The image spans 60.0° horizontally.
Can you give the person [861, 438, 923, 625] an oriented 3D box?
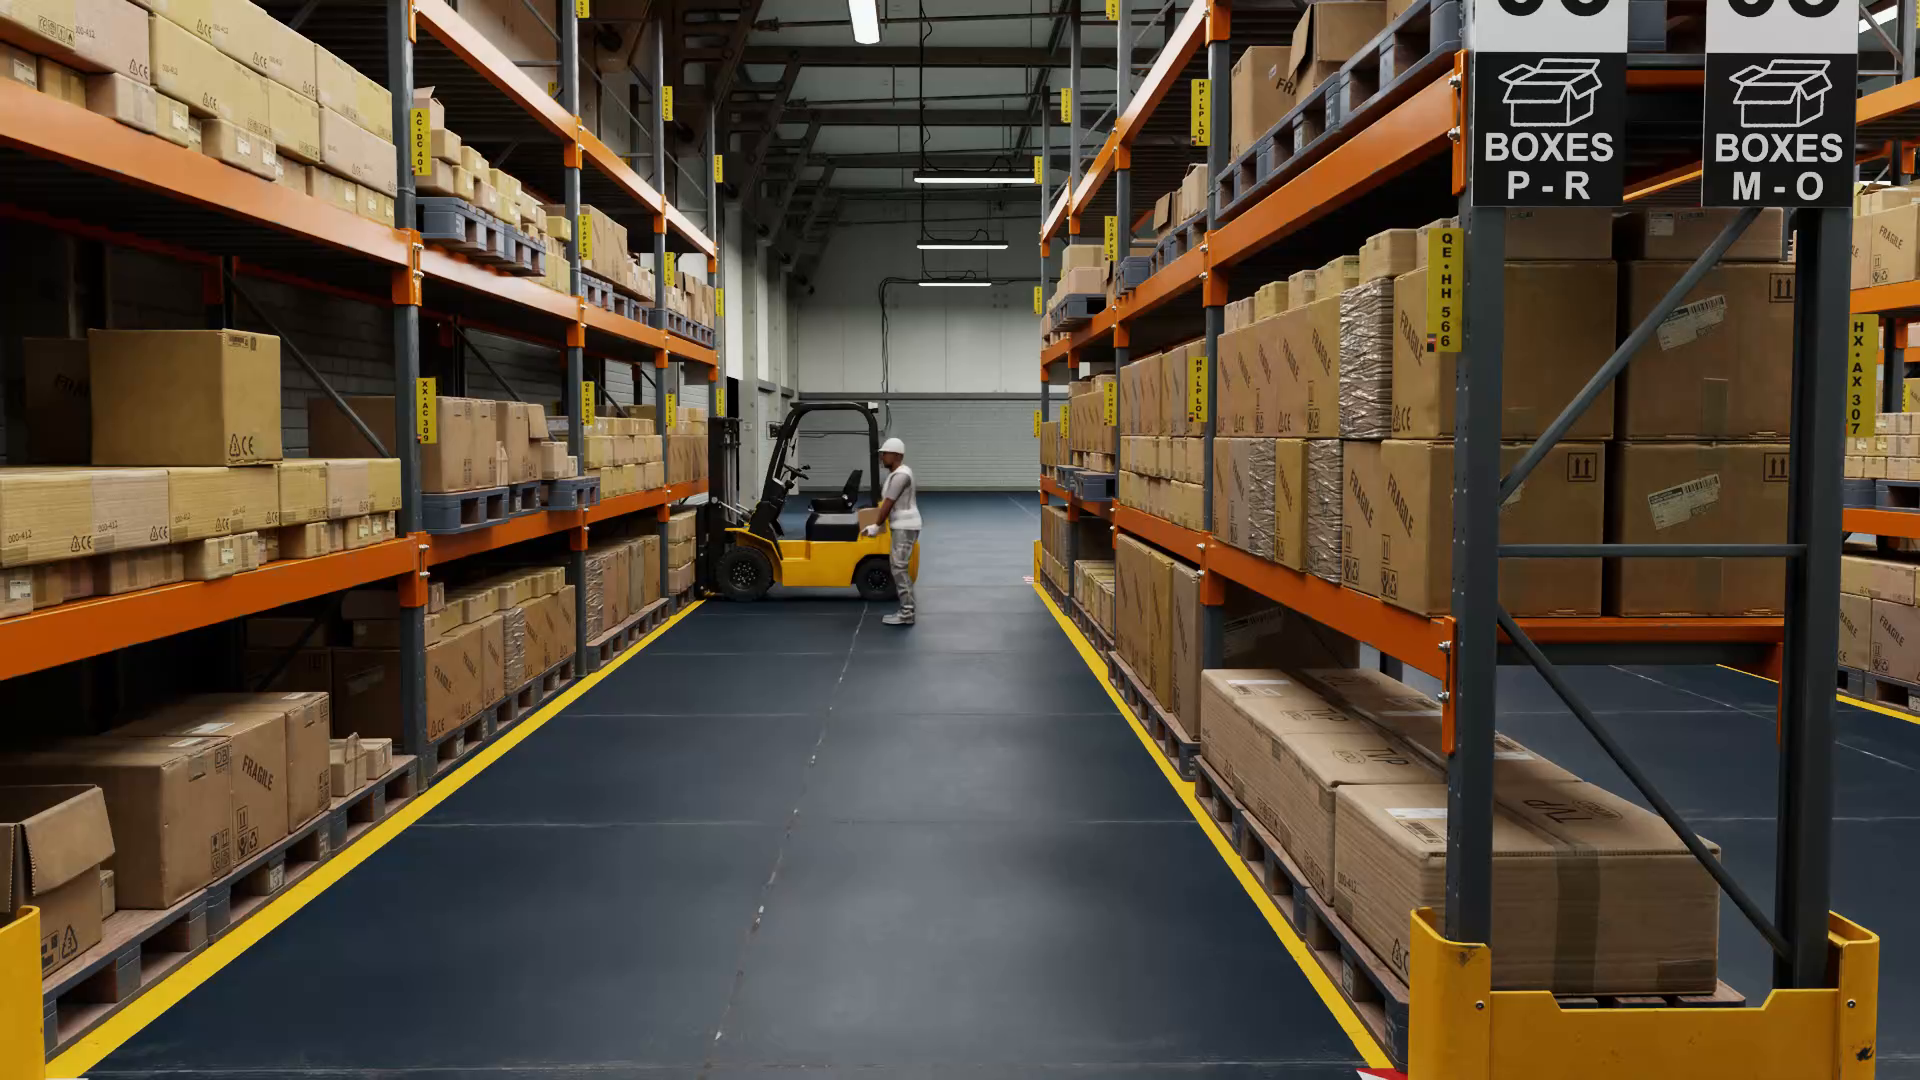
[{"bbox_3d":[-0.647,-0.086,15.914,0.588,1.773,0.492,0,4,-2],"label":"person"}]
